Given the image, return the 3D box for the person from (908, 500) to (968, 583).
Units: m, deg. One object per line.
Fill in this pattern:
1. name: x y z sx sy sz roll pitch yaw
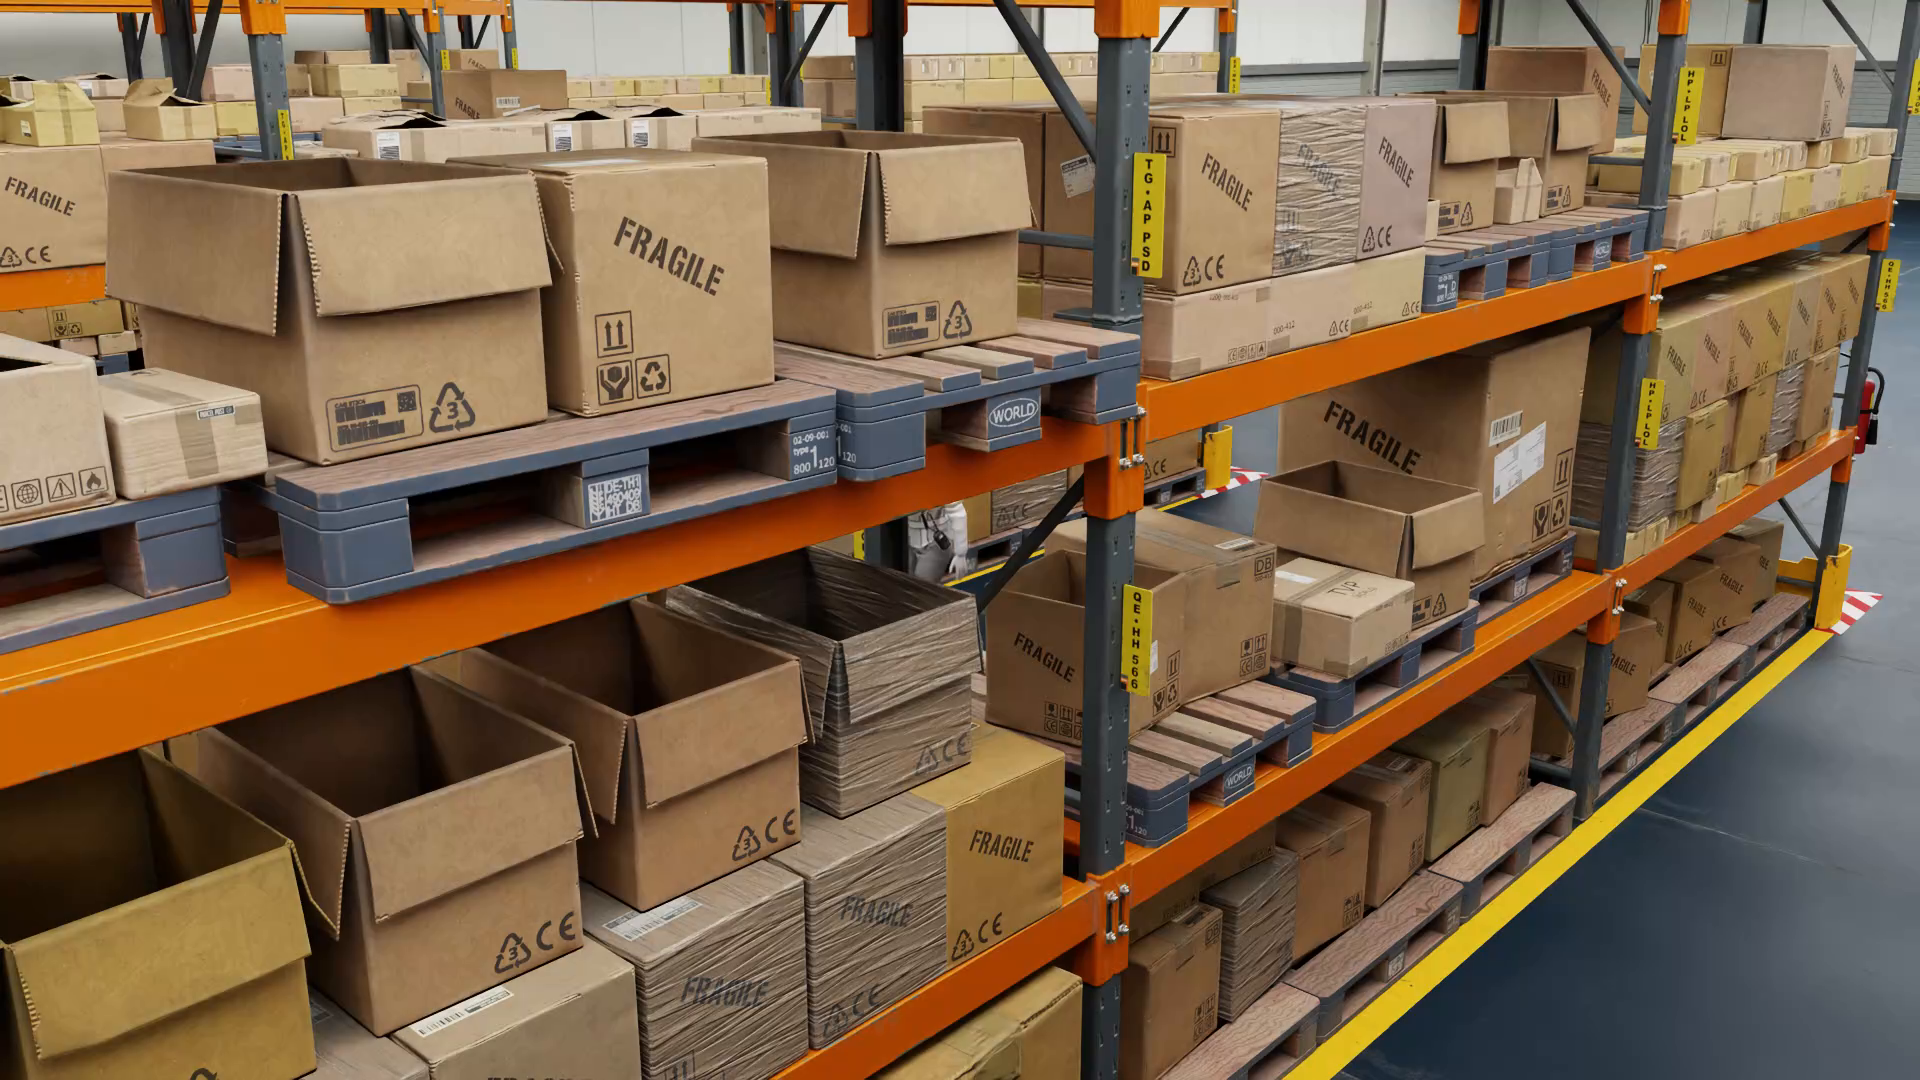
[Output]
1. person: -0.178 0.042 9.857 0.712 1.671 0.508 -16 23 -41
